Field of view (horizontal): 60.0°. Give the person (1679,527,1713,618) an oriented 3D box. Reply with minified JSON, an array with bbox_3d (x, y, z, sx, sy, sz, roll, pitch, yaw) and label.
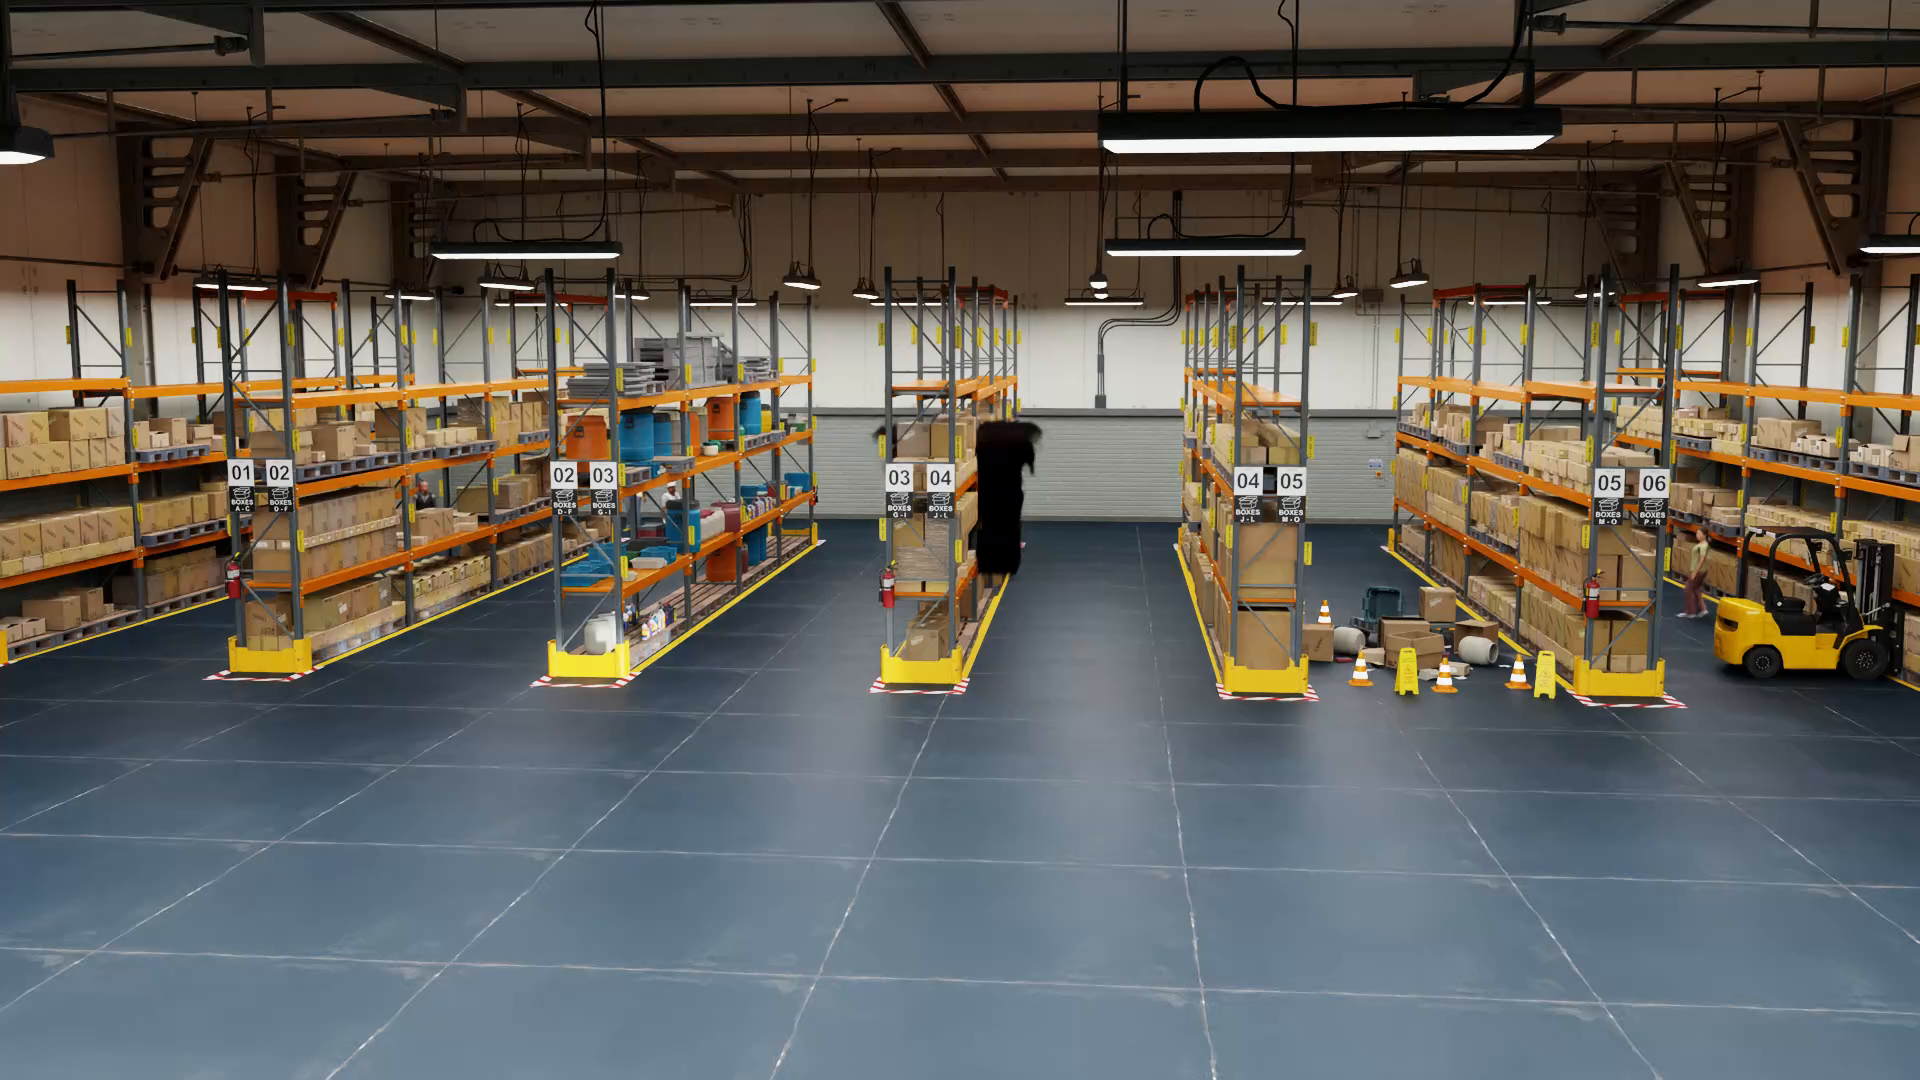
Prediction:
[{"bbox_3d":[13.160,0.602,29.761,0.505,1.700,0.494,7,10,43],"label":"person"}]

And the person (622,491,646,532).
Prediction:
[{"bbox_3d":[-8.460,-1.096,43.105,0.578,1.782,0.451,1,7,10],"label":"person"}]

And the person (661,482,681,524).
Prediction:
[{"bbox_3d":[-6.446,-0.465,37.726,0.551,1.784,0.576,2,7,18],"label":"person"}]

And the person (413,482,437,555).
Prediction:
[{"bbox_3d":[-12.380,-0.517,38.513,0.495,1.679,0.841,0,7,2],"label":"person"}]
